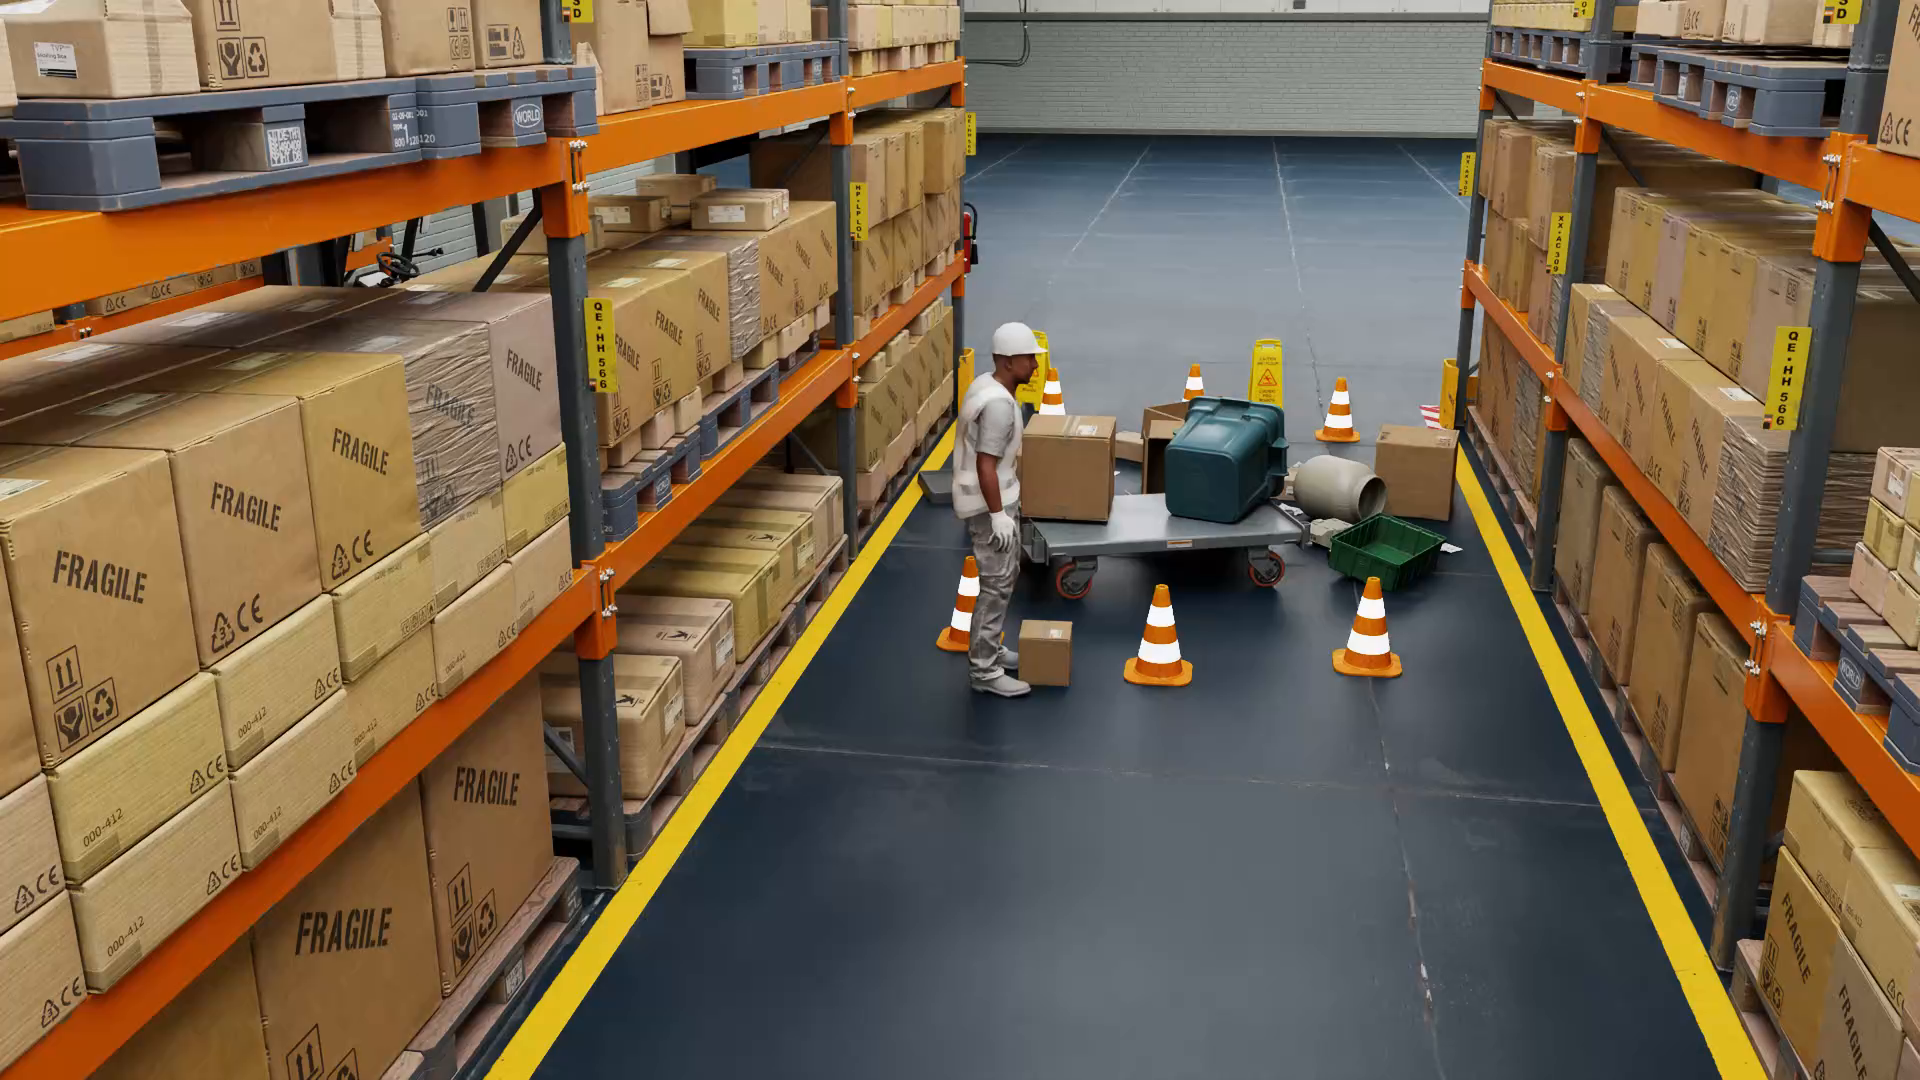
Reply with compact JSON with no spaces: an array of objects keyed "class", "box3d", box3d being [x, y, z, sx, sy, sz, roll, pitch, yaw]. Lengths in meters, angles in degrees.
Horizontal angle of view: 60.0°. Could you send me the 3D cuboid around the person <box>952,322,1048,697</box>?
[{"class":"person","box3d":[0.188,-0.166,8.056,0.450,1.773,0.627,1,18,4]}]
